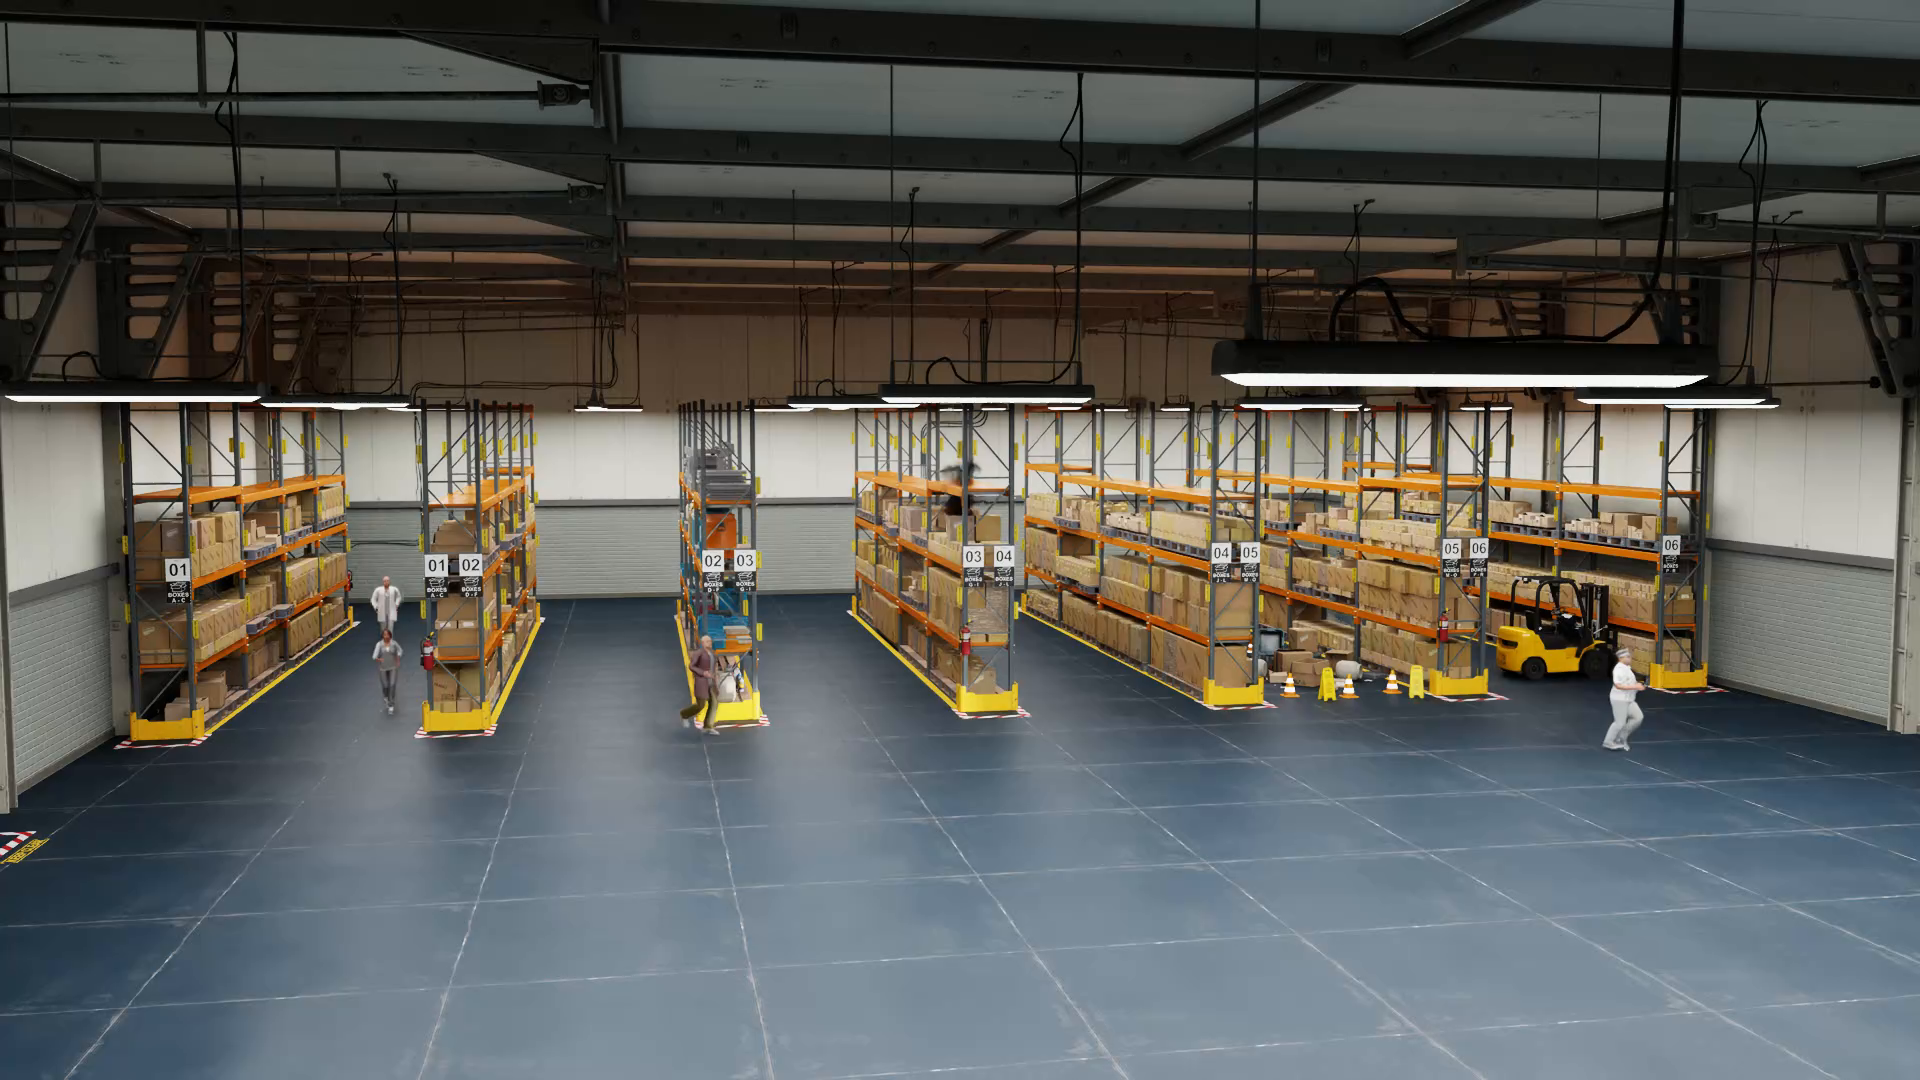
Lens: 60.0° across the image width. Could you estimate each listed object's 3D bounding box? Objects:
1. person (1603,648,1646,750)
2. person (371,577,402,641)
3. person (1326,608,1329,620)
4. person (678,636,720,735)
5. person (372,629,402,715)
[{"bbox_3d":[11.329,2.719,28.269,0.706,1.786,0.630,4,6,40],"label":"person"},{"bbox_3d":[-14.116,1.774,40.967,0.712,1.744,0.789,-2,5,-22],"label":"person"},{"bbox_3d":[9.684,1.586,44.042,0.584,1.631,0.621,-1,4,-11],"label":"person"},{"bbox_3d":[-4.624,2.595,29.935,0.881,1.763,0.724,3,5,33],"label":"person"},{"bbox_3d":[-11.013,2.504,31.993,0.538,1.605,0.877,-2,5,-20],"label":"person"}]
